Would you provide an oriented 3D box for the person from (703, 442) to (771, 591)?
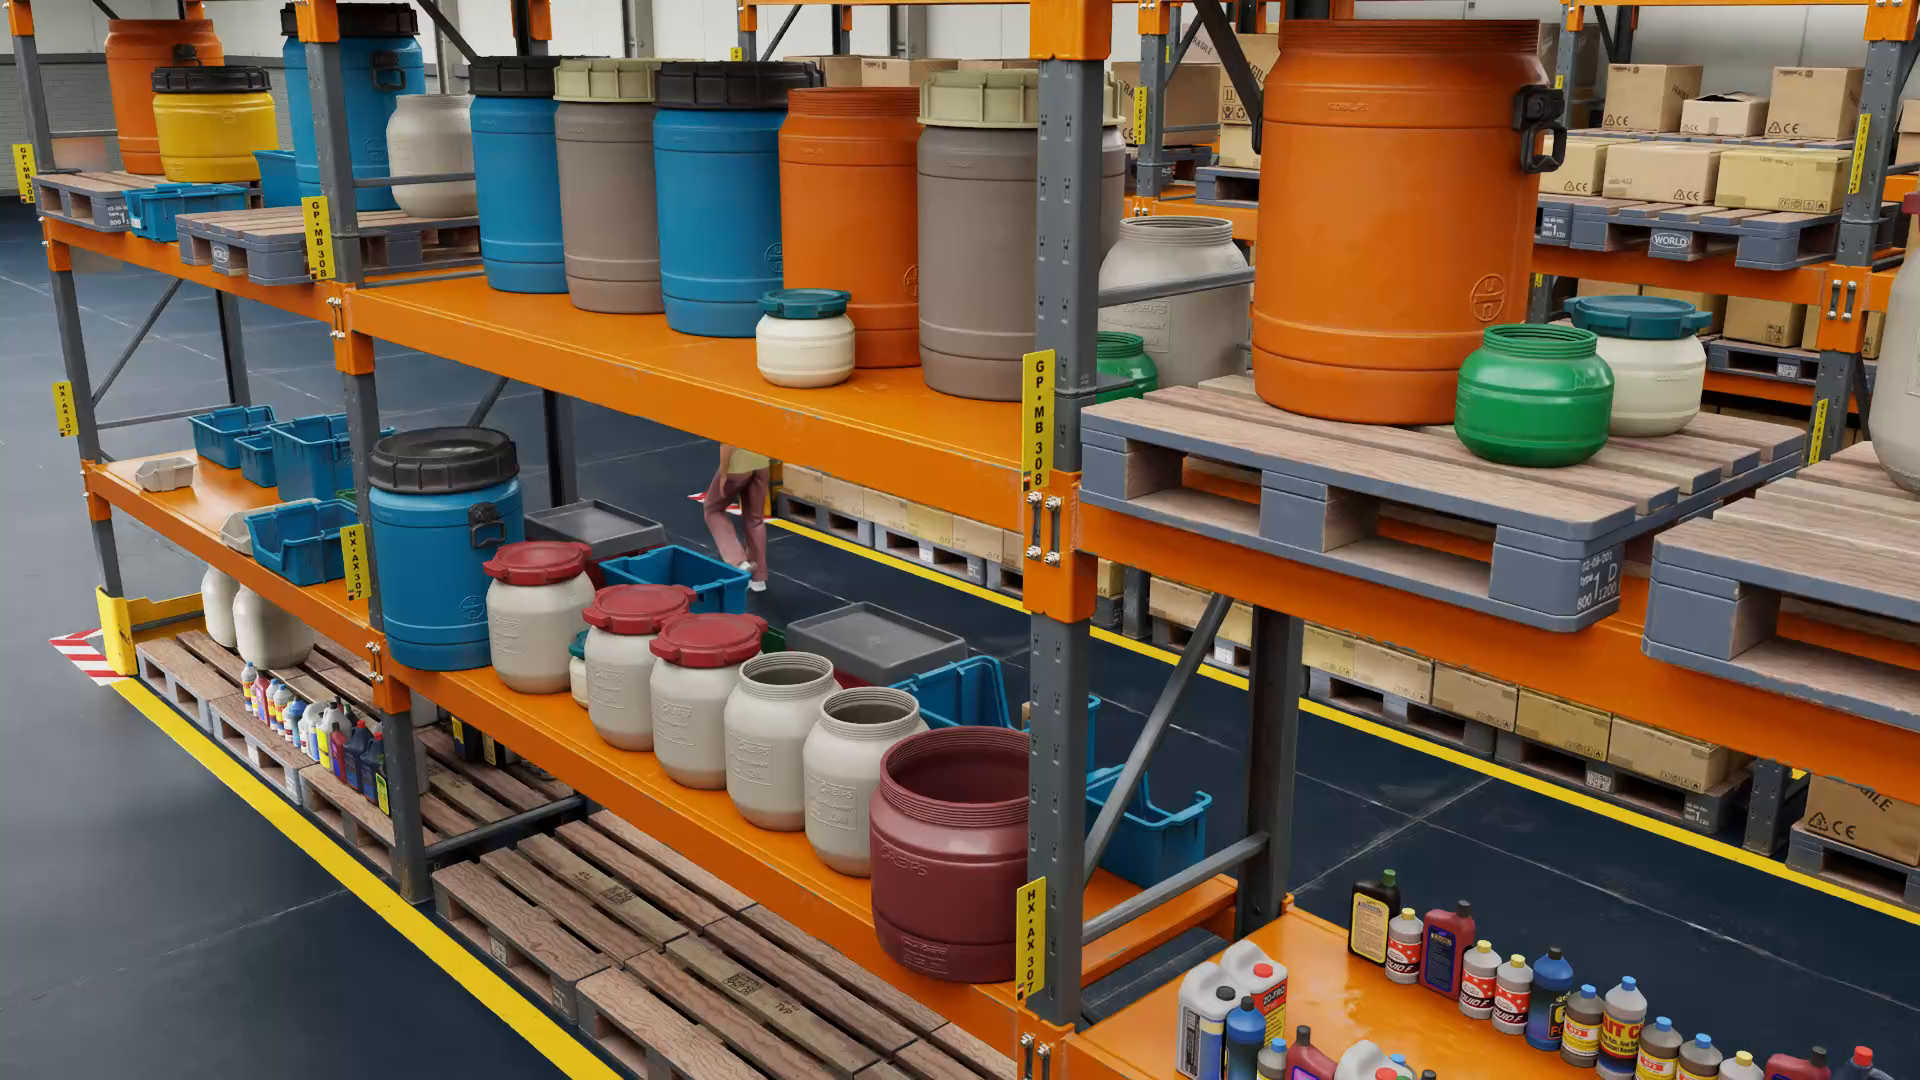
[{"bbox_3d":[-1.507,-0.463,11.479,0.475,1.690,0.469,-13,22,-36],"label":"person"}]
